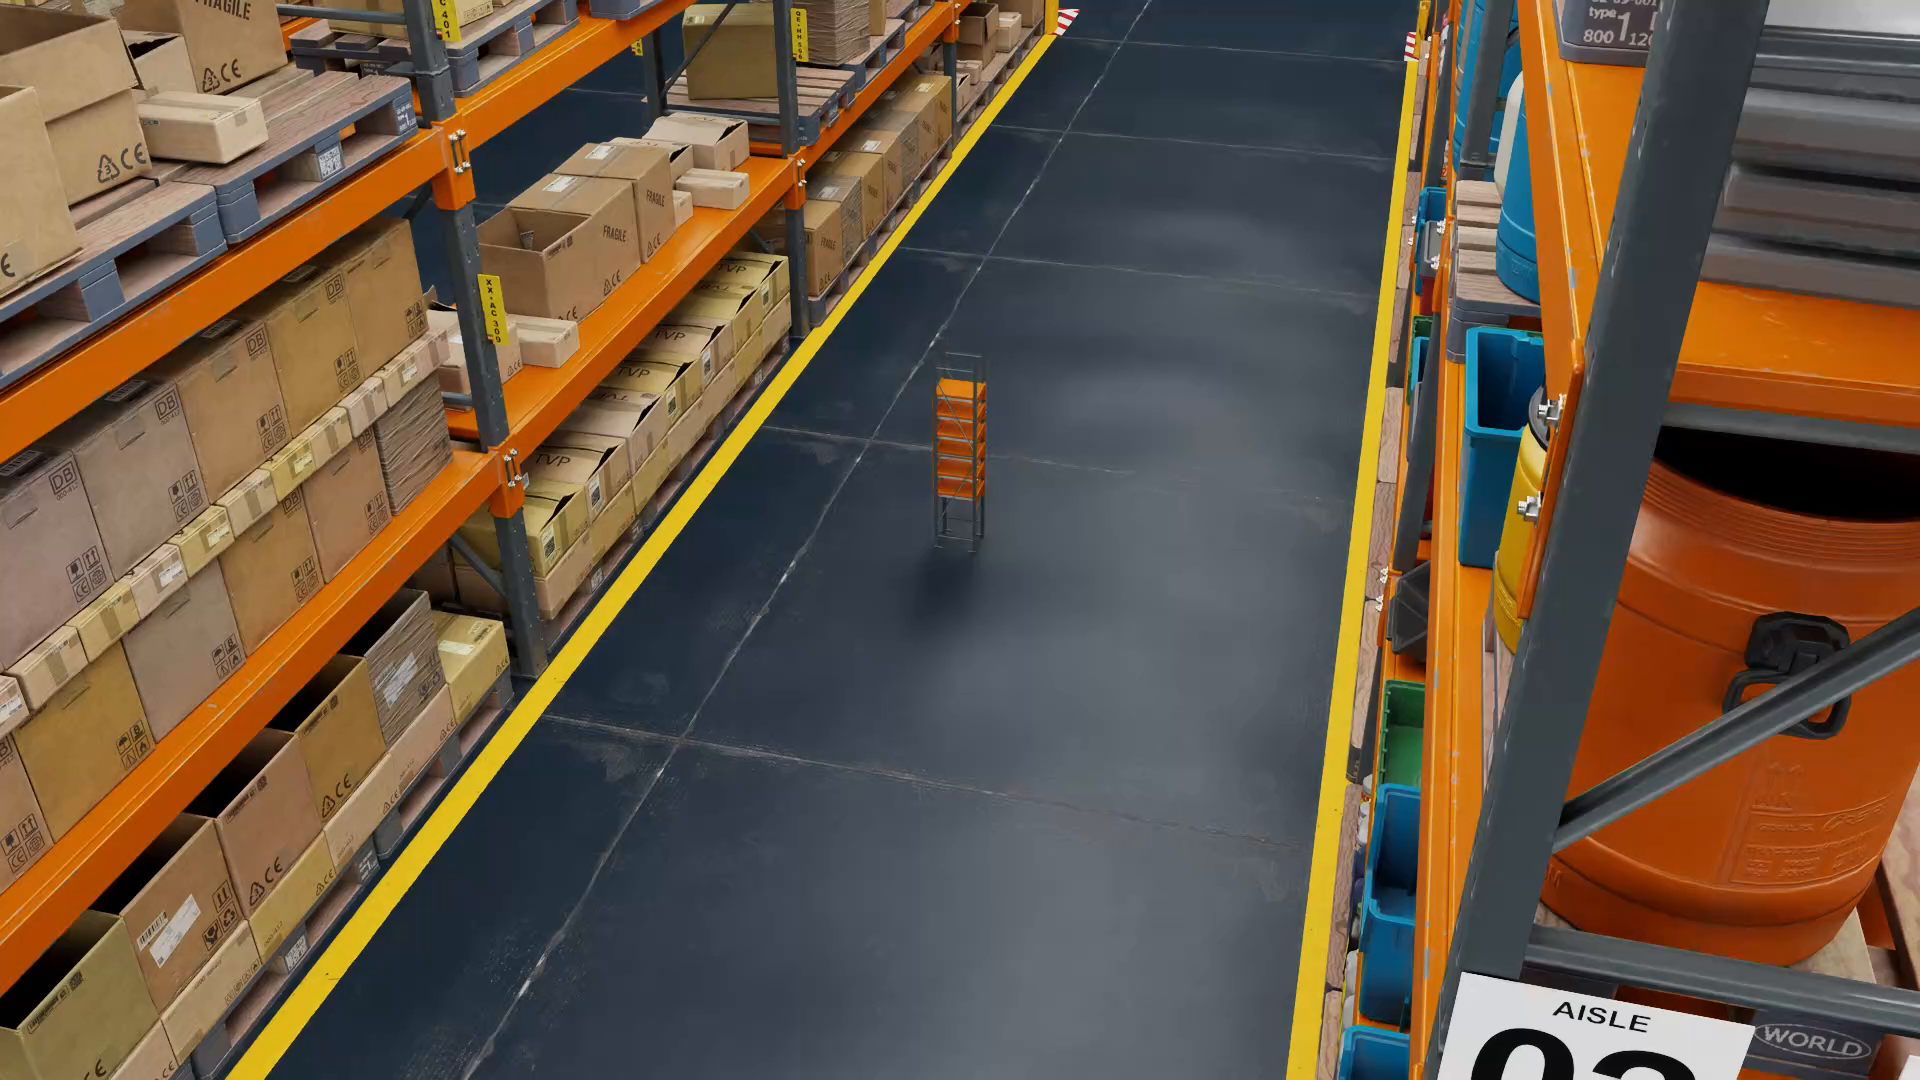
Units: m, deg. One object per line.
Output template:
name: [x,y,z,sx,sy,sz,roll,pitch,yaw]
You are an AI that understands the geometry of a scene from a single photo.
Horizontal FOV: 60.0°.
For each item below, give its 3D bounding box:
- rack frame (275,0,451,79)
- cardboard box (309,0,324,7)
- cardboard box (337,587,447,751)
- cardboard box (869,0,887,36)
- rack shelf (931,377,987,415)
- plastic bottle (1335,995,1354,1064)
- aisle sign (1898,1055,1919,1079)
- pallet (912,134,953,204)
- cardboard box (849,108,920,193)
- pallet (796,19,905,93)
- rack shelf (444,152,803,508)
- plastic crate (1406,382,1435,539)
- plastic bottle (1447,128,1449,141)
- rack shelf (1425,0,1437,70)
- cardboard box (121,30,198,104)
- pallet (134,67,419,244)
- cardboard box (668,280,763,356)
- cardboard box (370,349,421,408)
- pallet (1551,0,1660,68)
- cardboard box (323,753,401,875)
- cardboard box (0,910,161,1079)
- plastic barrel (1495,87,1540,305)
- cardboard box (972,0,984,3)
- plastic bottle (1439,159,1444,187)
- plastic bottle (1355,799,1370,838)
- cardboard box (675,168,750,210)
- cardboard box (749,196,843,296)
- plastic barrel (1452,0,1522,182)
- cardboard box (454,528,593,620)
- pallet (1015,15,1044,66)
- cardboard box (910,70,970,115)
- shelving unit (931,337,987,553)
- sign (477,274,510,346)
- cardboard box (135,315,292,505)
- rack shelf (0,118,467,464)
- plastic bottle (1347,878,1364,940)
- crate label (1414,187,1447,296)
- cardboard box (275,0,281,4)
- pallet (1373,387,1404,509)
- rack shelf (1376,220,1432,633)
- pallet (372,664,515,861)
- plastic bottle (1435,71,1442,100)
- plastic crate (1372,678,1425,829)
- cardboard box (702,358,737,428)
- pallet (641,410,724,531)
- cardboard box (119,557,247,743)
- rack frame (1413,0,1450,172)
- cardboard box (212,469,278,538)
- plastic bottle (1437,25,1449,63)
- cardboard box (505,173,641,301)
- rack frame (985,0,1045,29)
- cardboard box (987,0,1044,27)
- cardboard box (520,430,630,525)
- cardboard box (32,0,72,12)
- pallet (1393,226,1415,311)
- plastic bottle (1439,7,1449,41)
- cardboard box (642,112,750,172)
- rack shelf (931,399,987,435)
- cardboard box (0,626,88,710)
rack frame: [-2.558,-3.203,5.970,1.000,3.000,0.127,8,33,12]
cardboard box: [-5.497,-4.530,13.865,0.380,0.149,0.250,7,33,11]
cardboard box: [-2.602,0.524,7.172,0.500,0.500,0.500,8,33,12]
cardboard box: [-0.916,-4.117,12.515,0.700,0.500,0.500,0,32,0]
rack shelf: [-0.004,-0.765,8.817,0.258,0.103,0.180,8,33,12]
plastic bottle: [1.423,1.715,5.885,0.144,0.351,0.185,9,34,14]
aisle sign: [1.482,1.061,2.431,0.394,0.787,0.004,8,33,12]
pallet: [-0.698,-3.218,14.186,1.003,0.211,1.213,8,33,12]
cardboard box: [-0.637,-3.142,13.387,0.500,0.500,0.500,8,33,13]
pallet: [-1.054,-3.675,12.484,1.003,0.211,1.213,8,33,12]
rack shelf: [-2.050,-1.405,9.405,1.077,0.370,4.000,8,33,12]
plastic crate: [2.059,-0.314,6.959,0.402,0.464,0.583,8,33,12]
plastic bottle: [3.092,-2.562,10.674,0.097,0.271,0.097,0,32,0]
rack shelf: [4.770,-4.880,14.871,1.077,0.370,4.000,8,33,12]
cardboard box: [-3.078,-1.630,5.853,0.500,0.311,0.500,6,33,10]
pallet: [-2.749,-1.453,6.096,1.003,0.211,1.213,8,33,12]
cardboard box: [-1.563,-1.424,10.413,0.500,0.311,0.500,8,33,12]
cardboard box: [-2.484,-0.689,6.909,0.380,0.149,0.250,7,33,11]
pallet: [1.742,-1.211,3.386,1.003,0.211,1.213,8,33,12]
cardboard box: [-2.713,1.102,6.962,0.500,0.250,0.500,8,33,12]
cardboard box: [-3.097,1.564,5.537,0.500,0.500,0.500,8,33,12]
plastic barrel: [1.876,-1.147,4.674,0.600,0.901,0.708,8,33,12]
cardboard box: [-0.052,-5.420,17.203,0.500,0.250,0.500,8,33,12]
plastic bottle: [2.937,-2.289,10.233,0.061,0.283,0.133,8,33,12]
plastic bottle: [1.702,1.159,6.899,0.097,0.201,0.097,0,32,0]
cardboard box: [-1.504,-2.136,10.118,0.380,0.149,0.250,8,33,12]
cardboard box: [-1.151,-2.075,11.707,0.500,0.500,0.500,9,34,14]
plastic barrel: [2.151,-1.765,6.038,0.600,0.901,0.708,8,33,12]
cardboard box: [-2.216,0.137,8.480,0.500,0.250,0.500,7,33,11]
pallet: [0.267,-5.268,17.410,1.003,0.211,1.213,8,33,12]
cardboard box: [-0.212,-4.062,15.009,0.500,0.311,0.500,8,33,12]
shelving unit: [-0.004,-0.499,8.986,0.258,1.200,0.189,8,33,12]
sign: [-2.021,-0.995,7.208,0.100,0.325,0.005,8,33,12]
cardboard box: [-2.919,-0.507,6.019,0.700,0.500,0.500,8,33,12]
rack shelf: [-3.066,-0.595,5.335,1.077,0.370,4.000,8,33,12]
plastic bottle: [1.578,1.398,6.384,0.144,0.351,0.185,7,33,10]
crate label: [2.734,-1.606,9.018,0.502,0.435,0.616,8,33,12]
cardboard box: [-5.696,-4.340,12.962,0.500,0.500,0.500,8,33,12]
pallet: [3.013,-0.497,9.904,1.003,0.211,1.213,8,33,12]
rack shelf: [2.740,-0.729,8.341,1.077,0.370,4.000,8,33,12]
pallet: [-2.800,0.913,7.687,1.003,0.211,1.213,8,33,12]
plastic bottle: [3.402,-3.196,11.670,0.097,0.271,0.097,0,32,0]
plastic crate: [1.615,0.761,5.525,0.450,0.188,0.662,8,33,12]
cardboard box: [-1.698,-0.929,10.156,0.500,0.250,0.500,9,33,13]
pallet: [-2.101,-0.517,9.936,1.003,0.211,1.213,8,33,12]
cardboard box: [-3.052,0.318,5.930,0.700,0.500,0.500,9,34,14]
rack frame: [4.262,-4.146,13.046,1.000,3.000,0.127,8,33,12]
cardboard box: [-2.743,-0.158,6.074,0.380,0.149,0.250,9,34,14]
plastic bottle: [3.684,-3.715,12.484,0.152,0.276,0.135,8,33,12]
cardboard box: [-2.087,-1.643,9.015,0.500,0.500,0.500,8,33,12]
rack frame: [0.487,-6.898,17.375,1.000,3.000,0.127,8,33,12]
cardboard box: [0.588,-5.713,17.431,0.500,0.500,0.500,8,33,12]
cardboard box: [-2.080,-0.364,8.745,0.500,0.311,0.500,8,33,12]
cardboard box: [-6.445,-3.402,11.371,0.700,0.500,0.500,4,33,7]
pallet: [3.719,-1.939,12.174,1.003,0.211,1.213,8,33,12]
plastic bottle: [3.757,-3.965,12.869,0.061,0.283,0.133,8,33,12]
cardboard box: [-1.677,-2.526,10.581,0.500,0.311,0.500,10,34,15]
rack shelf: [-0.004,-0.664,8.881,0.258,0.103,0.180,8,33,12]
cardboard box: [-3.005,0.379,5.230,0.380,0.149,0.250,7,33,11]
